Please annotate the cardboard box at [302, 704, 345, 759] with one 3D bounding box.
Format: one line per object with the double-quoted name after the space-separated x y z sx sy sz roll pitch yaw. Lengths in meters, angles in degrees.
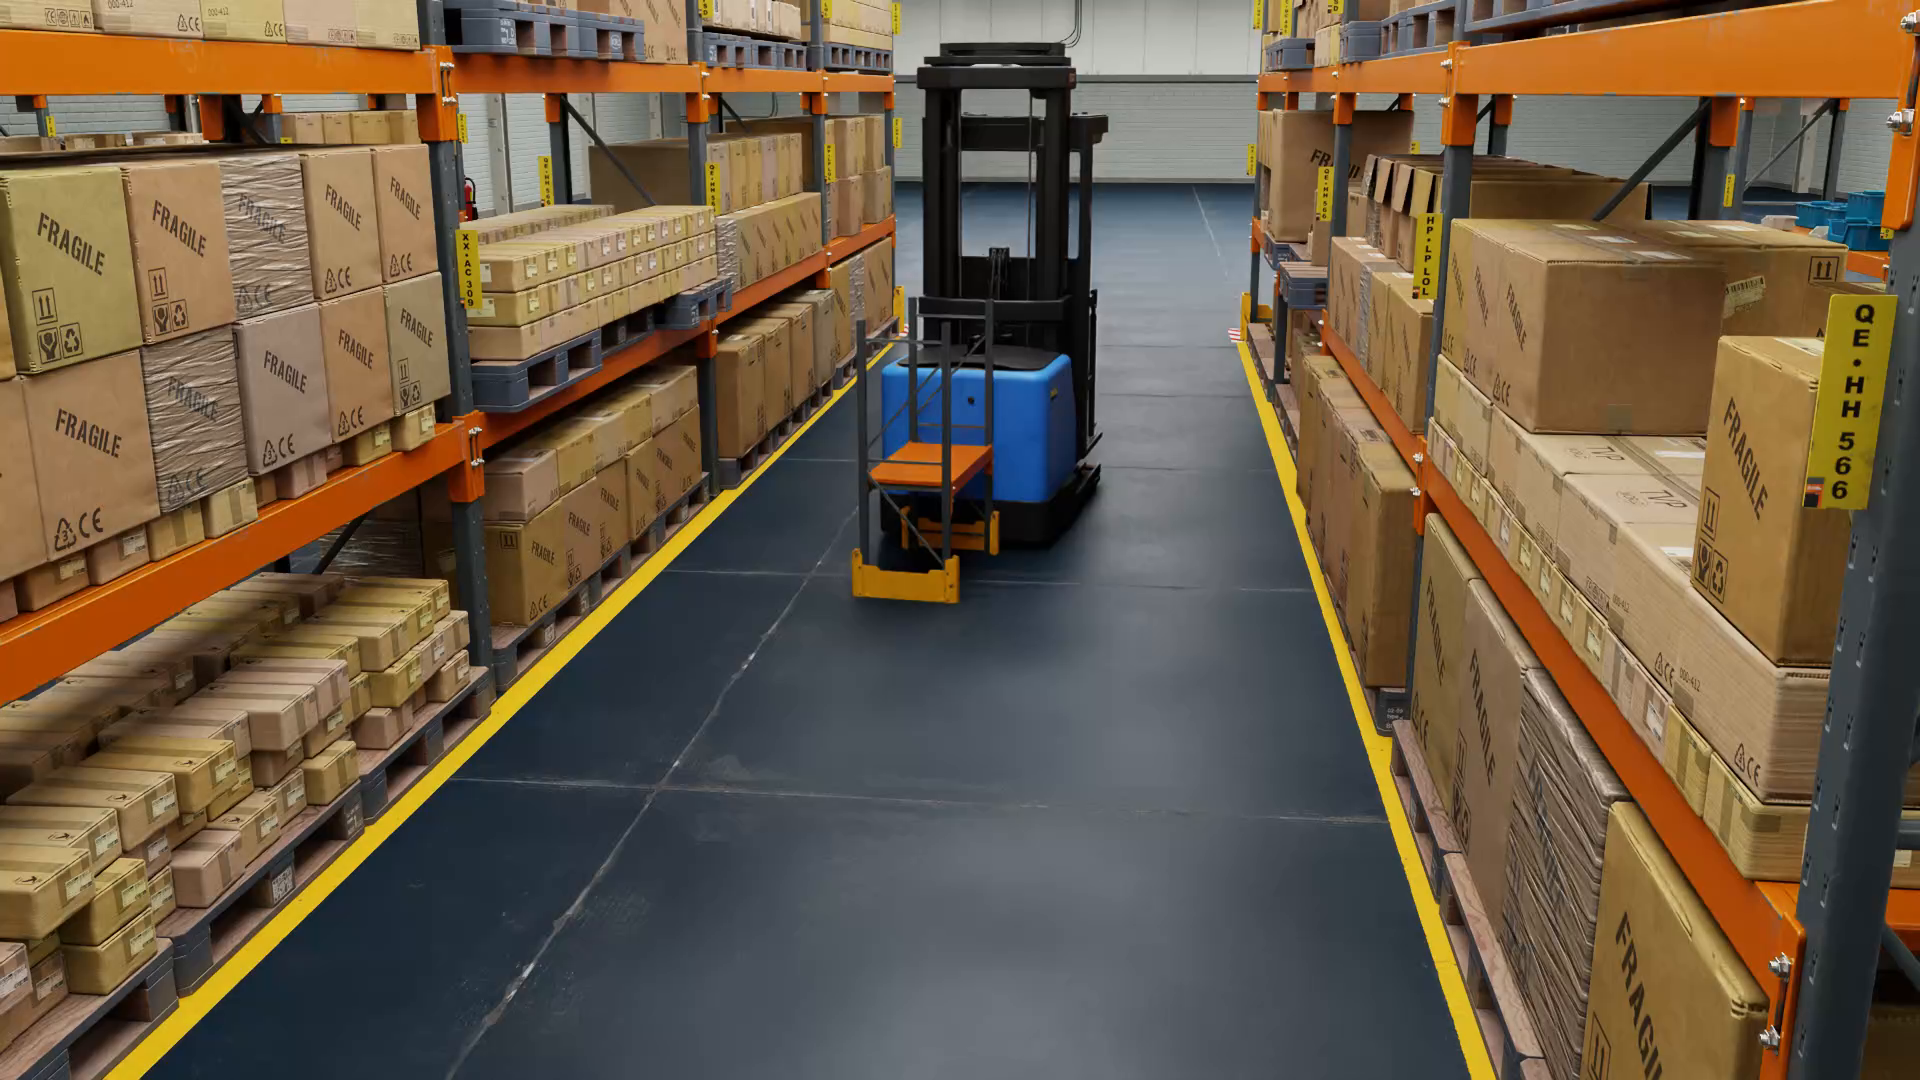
-2.472 0.668 6.031 0.380 0.149 0.250 2 15 8 "cardboard box"

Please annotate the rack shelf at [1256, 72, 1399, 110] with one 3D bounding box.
3.459 -4.244 15.742 1.077 0.370 4.000 2 15 6 "rack shelf"

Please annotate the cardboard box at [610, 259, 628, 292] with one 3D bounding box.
-1.942 -1.376 8.611 0.380 0.149 0.250 1 15 5 "cardboard box"

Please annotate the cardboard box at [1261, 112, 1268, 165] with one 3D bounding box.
3.233 -3.943 16.319 0.500 0.500 0.500 2 15 6 "cardboard box"

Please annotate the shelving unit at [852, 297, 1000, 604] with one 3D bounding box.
-0.175 -0.534 9.262 0.587 1.500 1.083 4 16 13 "shelving unit"

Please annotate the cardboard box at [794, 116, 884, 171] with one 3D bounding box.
-1.283 -4.187 17.545 0.875 0.550 0.550 2 15 6 "cardboard box"

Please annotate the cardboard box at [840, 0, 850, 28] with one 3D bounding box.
-1.295 -4.816 15.203 0.500 0.250 0.500 2 15 6 "cardboard box"

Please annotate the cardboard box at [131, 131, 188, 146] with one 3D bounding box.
-7.018 -3.512 14.597 0.380 0.149 0.250 2 15 6 "cardboard box"

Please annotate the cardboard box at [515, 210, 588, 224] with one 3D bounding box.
-2.439 -1.881 9.907 0.380 0.149 0.250 2 15 6 "cardboard box"

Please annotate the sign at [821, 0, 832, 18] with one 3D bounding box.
-1.143 -4.633 14.209 0.100 0.325 0.005 2 15 6 "sign"

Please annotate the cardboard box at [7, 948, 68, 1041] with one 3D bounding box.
-2.691 1.228 4.532 0.380 0.149 0.250 2 15 7 "cardboard box"

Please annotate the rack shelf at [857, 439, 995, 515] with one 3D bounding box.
-0.173 -0.362 9.318 0.538 0.185 1.000 4 16 13 "rack shelf"

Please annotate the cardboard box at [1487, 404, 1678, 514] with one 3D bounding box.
1.903 -0.243 5.033 0.500 0.250 0.500 2 15 8 "cardboard box"

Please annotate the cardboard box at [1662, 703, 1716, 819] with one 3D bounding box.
1.620 0.440 3.271 0.380 0.149 0.250 2 15 7 "cardboard box"

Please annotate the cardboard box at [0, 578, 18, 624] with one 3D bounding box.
-2.711 0.156 4.321 0.380 0.149 0.250 2 15 9 "cardboard box"

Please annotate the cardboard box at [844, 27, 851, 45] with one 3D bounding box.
-1.219 -4.656 15.372 0.380 0.149 0.250 1 15 5 "cardboard box"

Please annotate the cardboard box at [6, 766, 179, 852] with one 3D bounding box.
-2.587 0.801 4.971 0.380 0.149 0.250 2 15 8 "cardboard box"

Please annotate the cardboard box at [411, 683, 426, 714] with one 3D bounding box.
-2.405 0.628 6.749 0.380 0.149 0.250 2 15 8 "cardboard box"

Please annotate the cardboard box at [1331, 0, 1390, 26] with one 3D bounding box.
2.587 -3.456 10.300 0.500 0.500 0.500 2 15 8 "cardboard box"

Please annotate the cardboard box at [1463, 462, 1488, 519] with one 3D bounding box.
1.880 -0.157 5.476 0.380 0.149 0.250 1 15 5 "cardboard box"

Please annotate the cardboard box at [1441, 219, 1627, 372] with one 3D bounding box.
2.022 -0.866 5.899 0.500 0.500 0.500 2 15 6 "cardboard box"

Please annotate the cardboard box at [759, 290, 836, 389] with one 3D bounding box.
-1.664 -1.750 14.392 1.050 0.750 0.750 2 15 6 "cardboard box"

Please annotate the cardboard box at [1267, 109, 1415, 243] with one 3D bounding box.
3.004 -2.915 13.241 1.000 1.000 1.000 2 15 7 "cardboard box"

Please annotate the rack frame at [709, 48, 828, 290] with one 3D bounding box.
-1.684 -2.797 14.759 1.000 3.000 0.127 2 15 6 "rack frame"

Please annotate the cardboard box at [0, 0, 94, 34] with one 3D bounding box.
-2.624 -1.439 4.279 0.500 0.250 0.500 1 15 4 "cardboard box"

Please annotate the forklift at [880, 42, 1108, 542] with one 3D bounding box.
0.357 -1.745 11.001 1.130 2.935 3.031 4 16 13 "forklift"

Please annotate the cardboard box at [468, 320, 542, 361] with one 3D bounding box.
-2.085 -0.892 7.391 0.380 0.149 0.250 1 15 4 "cardboard box"

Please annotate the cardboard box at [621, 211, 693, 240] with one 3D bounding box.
-1.795 -1.854 9.810 0.380 0.149 0.250 2 15 8 "cardboard box"

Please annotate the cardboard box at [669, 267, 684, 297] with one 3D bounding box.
-1.824 -1.504 9.653 0.380 0.149 0.250 1 15 6 "cardboard box"

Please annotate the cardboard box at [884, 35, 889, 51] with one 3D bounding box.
-0.962 -5.250 17.571 0.380 0.149 0.250 2 15 7 "cardboard box"

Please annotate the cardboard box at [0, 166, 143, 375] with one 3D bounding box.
-2.592 -0.733 4.449 0.500 0.500 0.500 1 15 5 "cardboard box"

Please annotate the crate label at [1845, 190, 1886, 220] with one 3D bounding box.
8.667 -3.048 15.619 0.502 0.435 0.616 2 15 6 "crate label"

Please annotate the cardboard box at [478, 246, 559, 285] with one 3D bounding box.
-2.060 -1.252 7.581 0.380 0.149 0.250 2 15 8 "cardboard box"

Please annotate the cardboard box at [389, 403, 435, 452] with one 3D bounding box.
-2.307 -0.450 6.560 0.380 0.149 0.250 1 15 5 "cardboard box"

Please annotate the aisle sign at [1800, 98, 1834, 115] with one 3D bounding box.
8.909 -4.781 17.116 0.394 0.787 0.004 2 15 6 "aisle sign"

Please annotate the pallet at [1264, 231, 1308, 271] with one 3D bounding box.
3.002 -2.338 13.429 1.003 0.211 1.213 2 15 6 "pallet"

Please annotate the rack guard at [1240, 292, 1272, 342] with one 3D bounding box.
3.676 -2.436 18.211 1.175 0.500 0.348 2 15 6 "rack guard"

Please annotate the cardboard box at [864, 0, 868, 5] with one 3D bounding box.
-1.105 -5.304 16.242 0.380 0.149 0.250 2 15 7 "cardboard box"

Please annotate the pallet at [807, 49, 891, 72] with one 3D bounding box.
-1.306 -5.047 17.503 1.003 0.211 1.213 2 15 6 "pallet"

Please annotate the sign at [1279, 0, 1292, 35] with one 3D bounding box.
2.693 -4.336 13.714 0.100 0.325 0.005 2 15 6 "sign"

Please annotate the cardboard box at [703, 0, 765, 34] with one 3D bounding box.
-1.720 -3.860 12.118 0.500 0.311 0.500 1 15 5 "cardboard box"

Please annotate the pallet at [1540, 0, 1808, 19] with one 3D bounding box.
2.088 -1.427 4.118 1.003 0.211 1.213 2 15 6 "pallet"

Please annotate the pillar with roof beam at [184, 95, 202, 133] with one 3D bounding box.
-7.114 -8.270 23.508 9.100 9.000 0.400 2 15 6 "pillar with roof beam"

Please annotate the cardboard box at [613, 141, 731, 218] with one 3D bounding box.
-2.019 -2.538 11.693 0.700 0.500 0.500 1 15 5 "cardboard box"

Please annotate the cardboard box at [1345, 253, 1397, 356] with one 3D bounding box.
2.346 -1.250 8.848 0.500 0.500 0.500 1 15 5 "cardboard box"

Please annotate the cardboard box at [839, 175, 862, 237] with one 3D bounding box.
-1.436 -3.245 16.129 0.875 0.550 0.550 2 15 6 "cardboard box"

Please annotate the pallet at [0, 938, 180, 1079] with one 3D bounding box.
-2.902 1.432 4.461 1.003 0.211 1.213 2 15 6 "pallet"

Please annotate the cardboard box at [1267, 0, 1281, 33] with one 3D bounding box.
3.249 -5.166 16.055 0.500 0.500 0.500 2 15 6 "cardboard box"

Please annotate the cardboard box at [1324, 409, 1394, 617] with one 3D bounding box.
2.483 -0.125 8.144 1.225 0.875 0.875 1 15 4 "cardboard box"

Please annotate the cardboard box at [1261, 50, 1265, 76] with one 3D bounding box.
3.373 -4.920 17.152 0.500 0.250 0.500 2 15 8 "cardboard box"

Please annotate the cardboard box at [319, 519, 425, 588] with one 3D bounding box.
-2.753 0.083 8.094 0.500 0.500 0.500 1 15 5 "cardboard box"

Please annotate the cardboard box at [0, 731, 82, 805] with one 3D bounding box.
-3.034 0.721 5.267 0.380 0.149 0.250 1 15 4 "cardboard box"

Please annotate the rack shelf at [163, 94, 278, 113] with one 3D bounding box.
-6.839 -3.498 12.985 1.077 0.370 4.000 2 15 6 "rack shelf"

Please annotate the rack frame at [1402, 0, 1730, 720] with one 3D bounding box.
2.330 -0.550 6.448 1.000 3.000 0.127 2 15 6 "rack frame"

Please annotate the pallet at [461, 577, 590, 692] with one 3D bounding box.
-2.500 0.422 8.196 1.003 0.211 1.213 2 15 6 "pallet"
